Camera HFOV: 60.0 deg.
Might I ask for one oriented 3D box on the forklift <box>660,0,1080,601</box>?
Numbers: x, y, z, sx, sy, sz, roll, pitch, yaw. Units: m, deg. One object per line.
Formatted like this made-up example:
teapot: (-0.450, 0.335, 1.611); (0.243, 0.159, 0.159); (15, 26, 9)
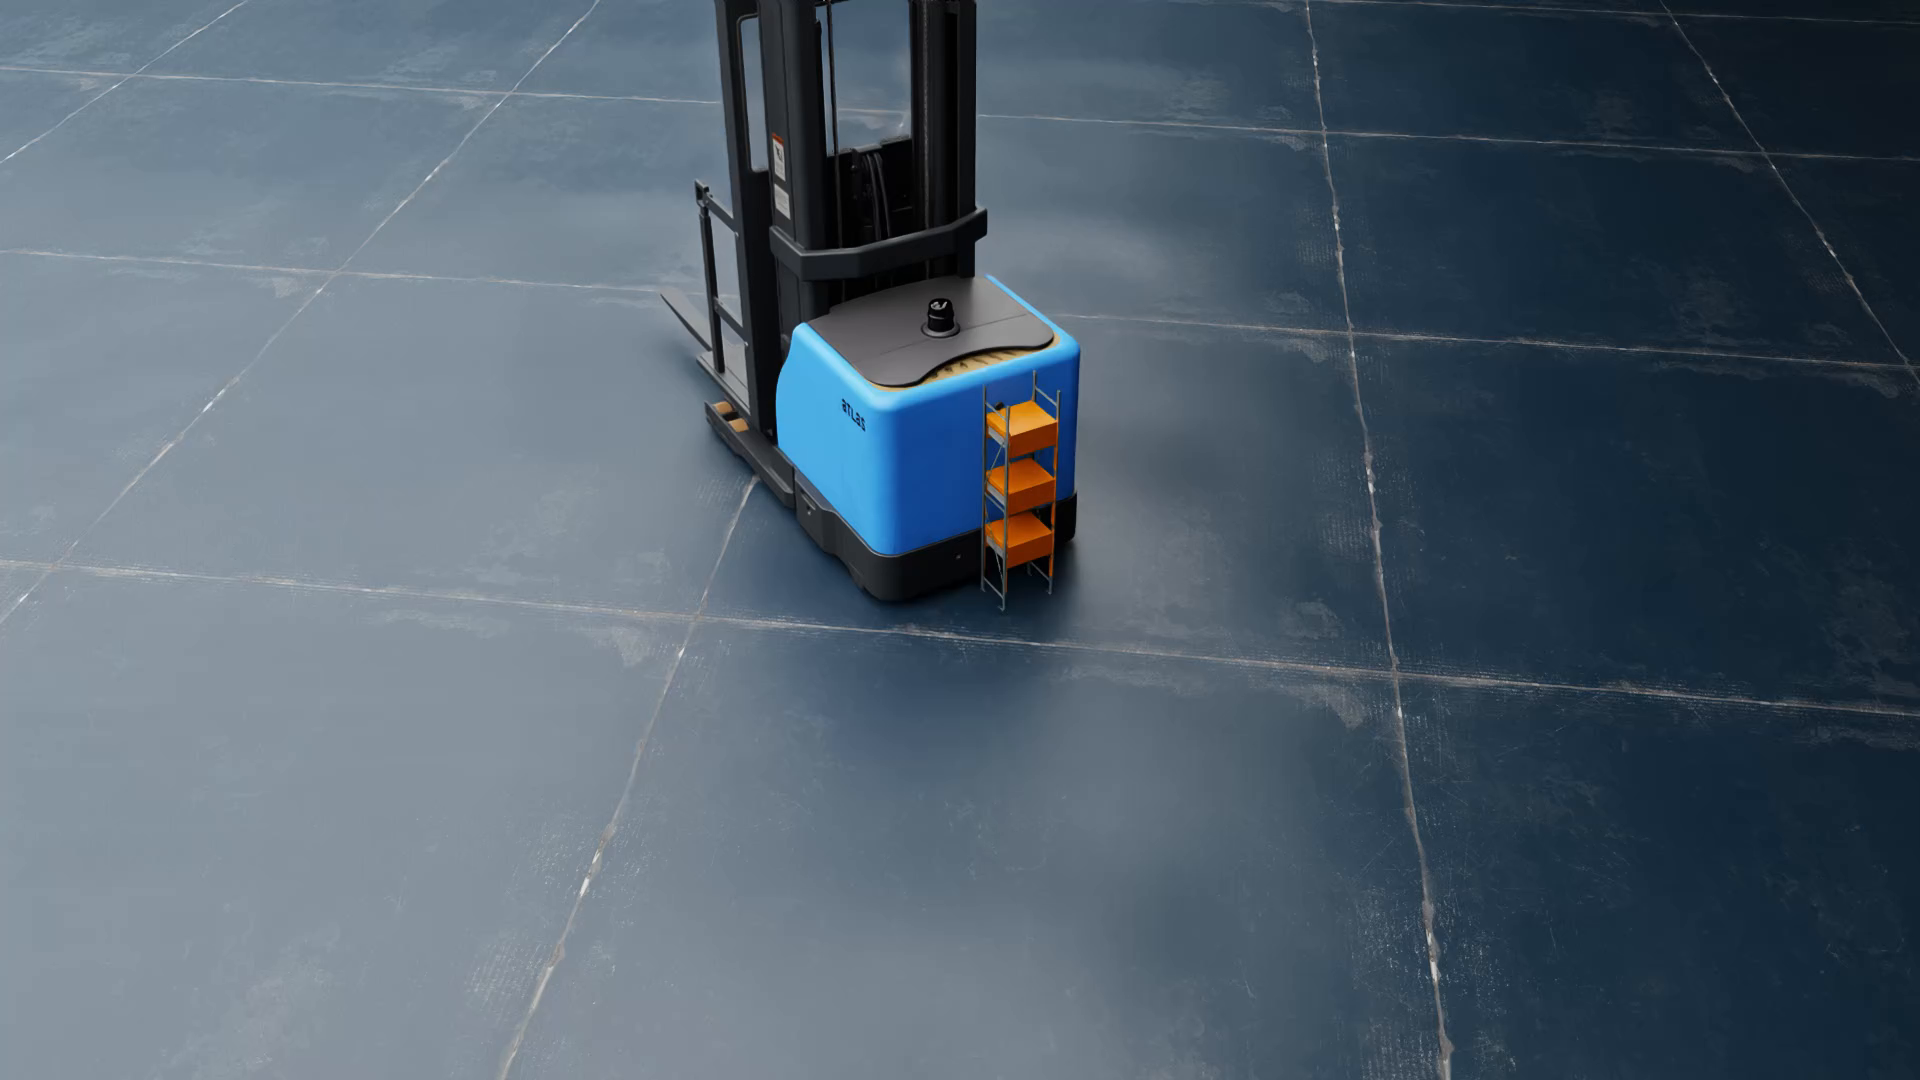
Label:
forklift: (-0.641, -1.758, 7.690); (1.130, 2.935, 3.031); (-19, 40, -24)

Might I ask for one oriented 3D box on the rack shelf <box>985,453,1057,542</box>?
rack shelf: (0.253, -0.185, 7.123); (0.240, 0.259, 0.215); (-19, 40, -24)

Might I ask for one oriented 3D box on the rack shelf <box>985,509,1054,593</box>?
rack shelf: (0.253, 0.041, 7.285); (0.240, 0.259, 0.215); (-19, 40, -24)

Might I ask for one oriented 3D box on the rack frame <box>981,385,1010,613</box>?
rack frame: (0.147, -0.158, 7.067); (0.008, 1.050, 0.200); (-19, 40, -24)

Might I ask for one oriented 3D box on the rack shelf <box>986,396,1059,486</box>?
rack shelf: (0.253, -0.415, 6.958); (0.240, 0.259, 0.215); (-19, 40, -24)

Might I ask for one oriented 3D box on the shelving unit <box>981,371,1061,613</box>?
shelving unit: (0.253, -0.193, 7.117); (0.252, 1.050, 0.215); (-19, 40, -24)

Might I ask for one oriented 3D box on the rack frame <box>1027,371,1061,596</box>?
rack frame: (0.358, -0.229, 7.166); (0.008, 1.050, 0.200); (-19, 40, -24)
